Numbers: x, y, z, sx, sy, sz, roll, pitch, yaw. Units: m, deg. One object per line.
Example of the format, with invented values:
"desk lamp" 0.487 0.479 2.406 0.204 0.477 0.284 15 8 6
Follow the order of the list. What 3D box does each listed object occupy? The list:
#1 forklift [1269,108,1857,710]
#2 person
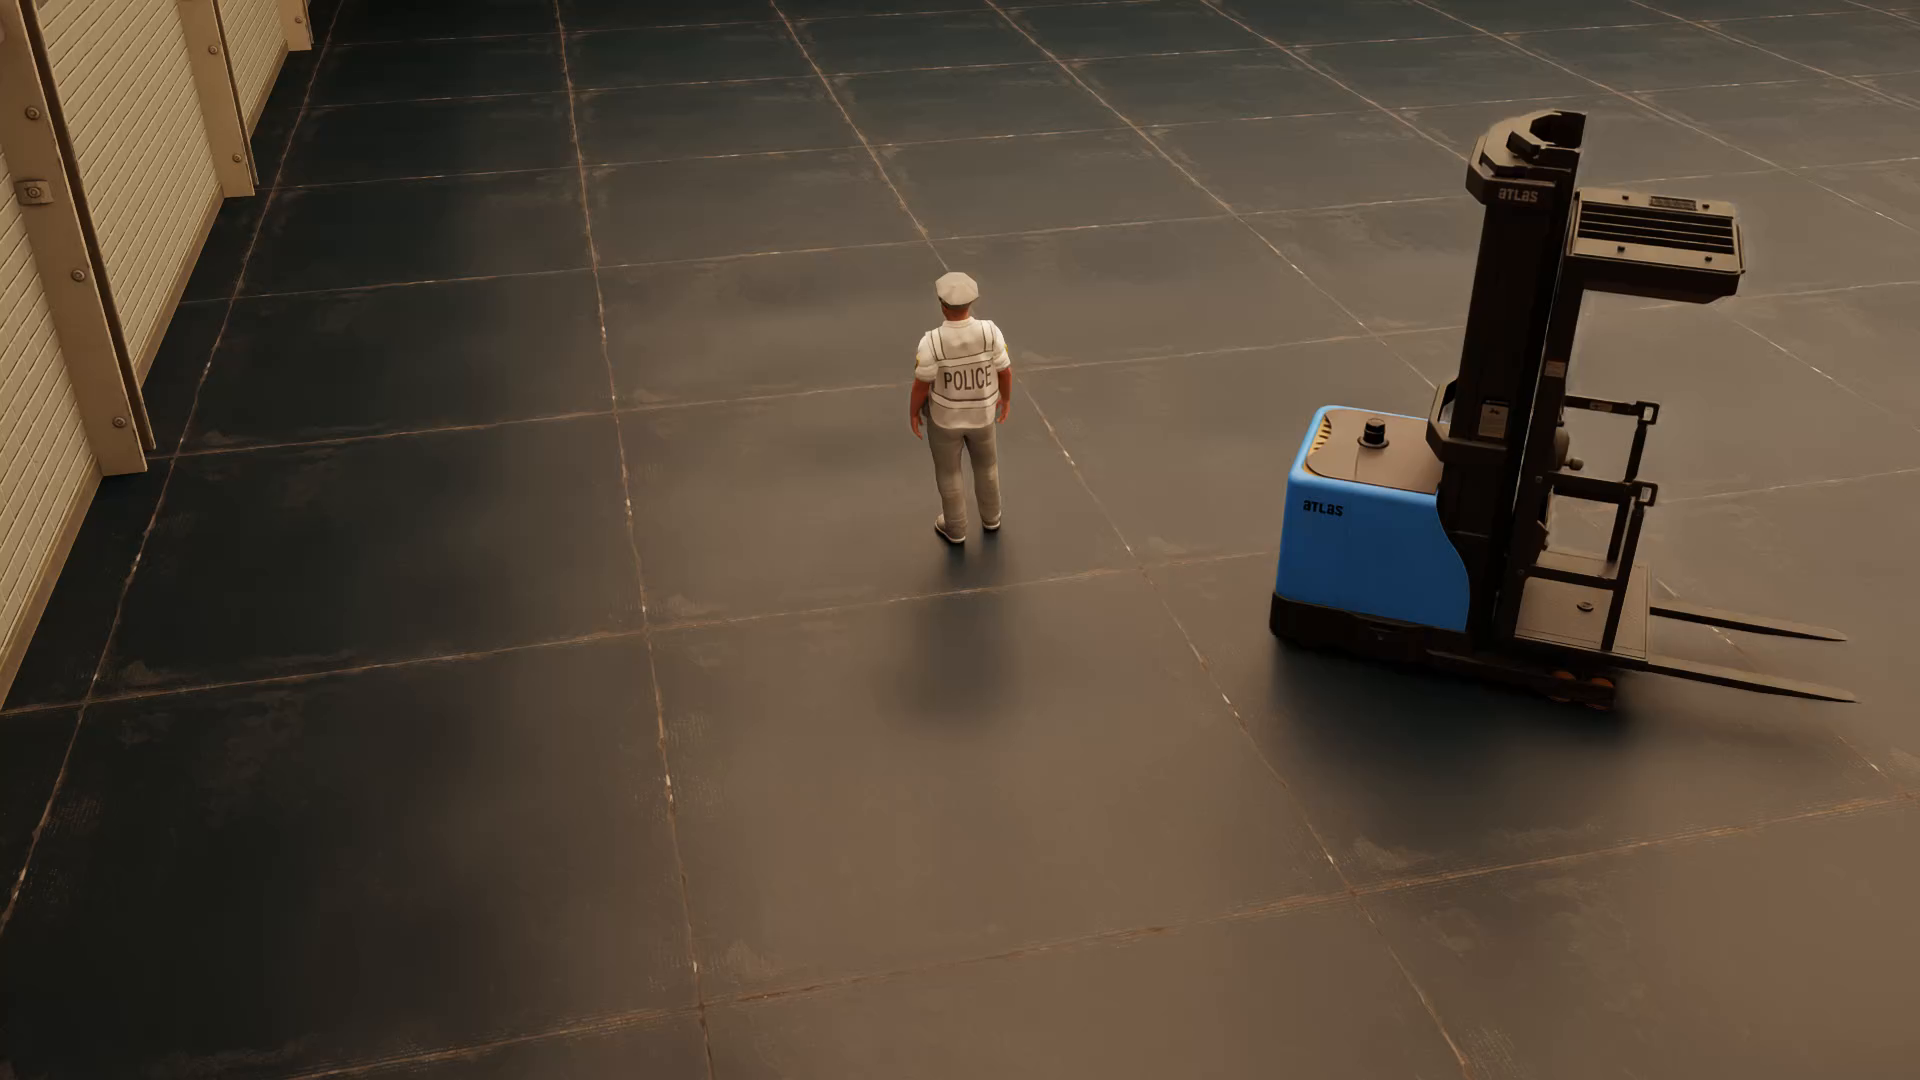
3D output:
"forklift" 3.340 -0.660 8.715 3.031 2.935 1.130 11 32 18
"person" -0.007 -0.814 10.120 0.641 1.772 0.574 -7 31 -12
